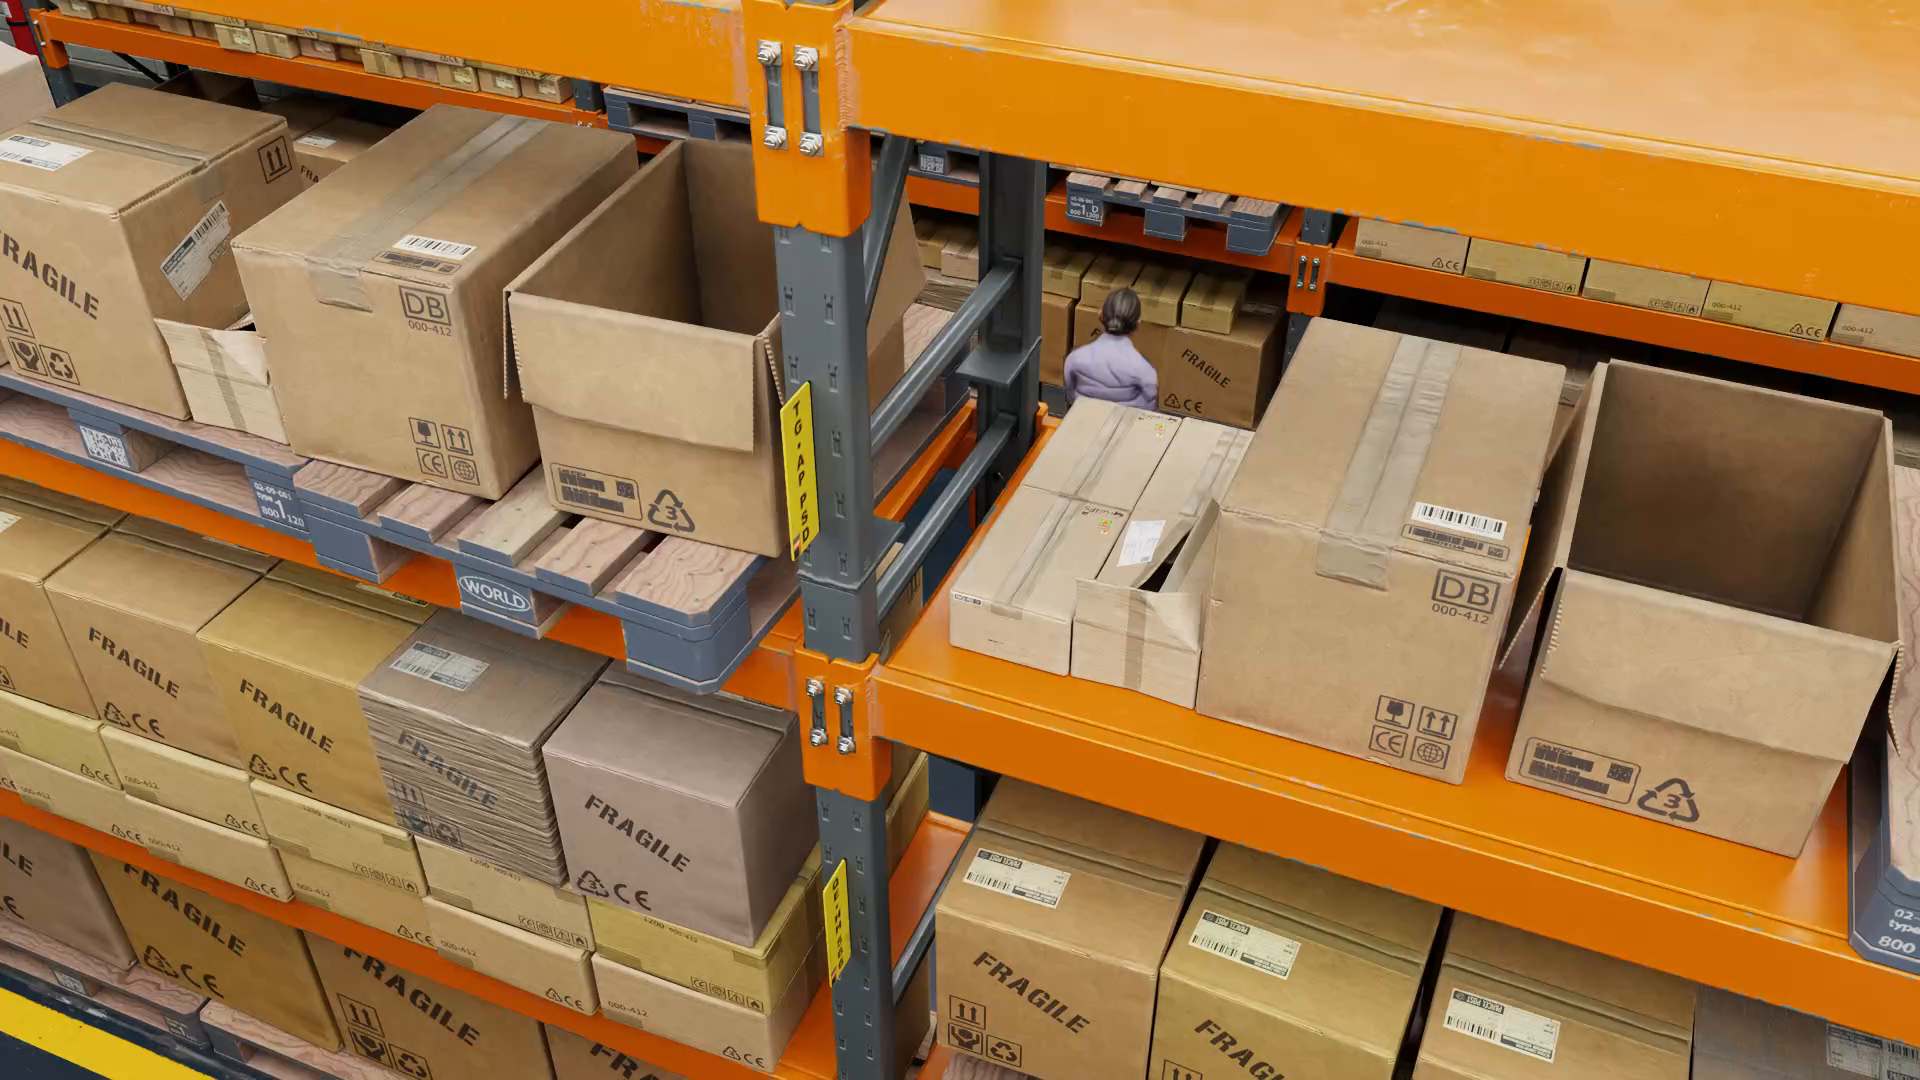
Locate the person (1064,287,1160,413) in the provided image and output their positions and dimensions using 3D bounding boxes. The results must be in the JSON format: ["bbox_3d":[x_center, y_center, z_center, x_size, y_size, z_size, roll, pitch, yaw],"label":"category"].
[{"bbox_3d":[0.637,-0.324,7.311,0.438,1.582,0.577,13,40,17],"label":"person"}]
